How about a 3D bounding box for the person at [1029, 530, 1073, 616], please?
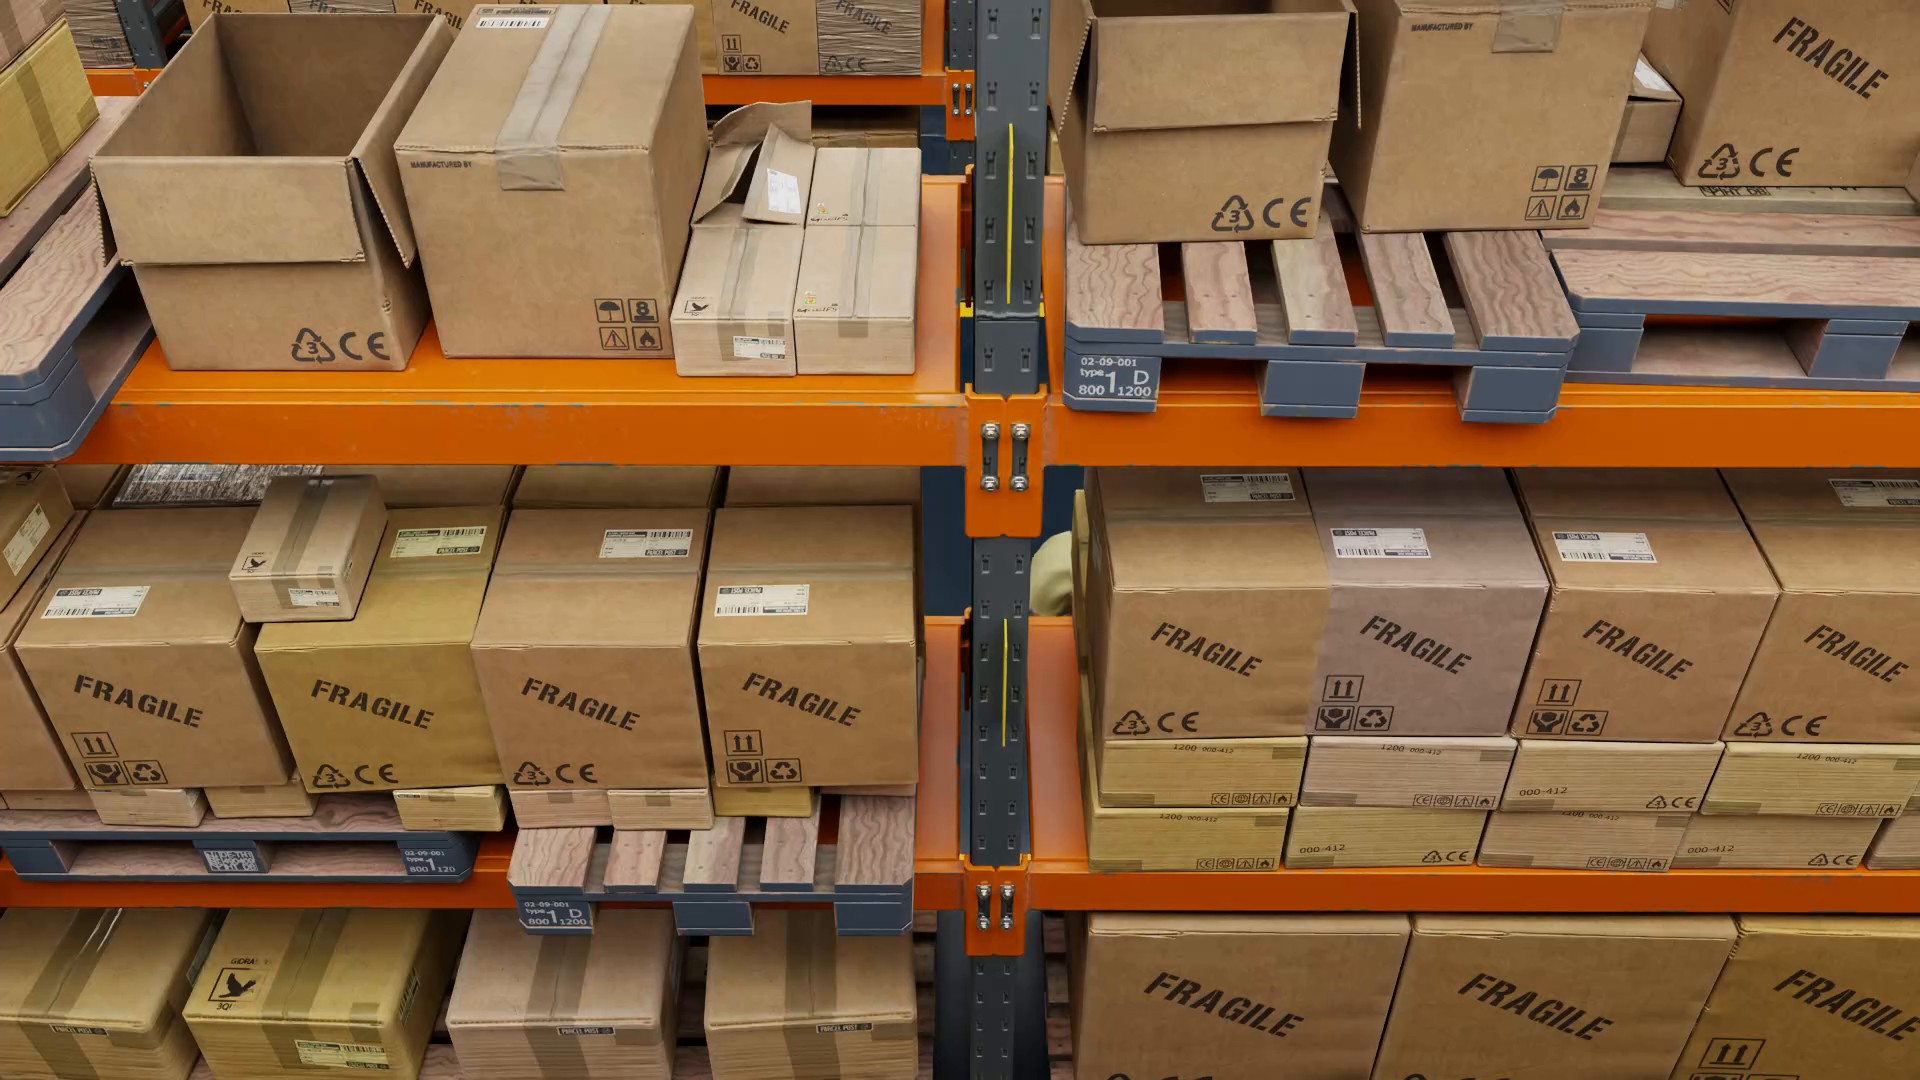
[{"bbox_3d":[0.674,0.306,6.370,0.854,0.934,0.462,5,40,6],"label":"person"}]
